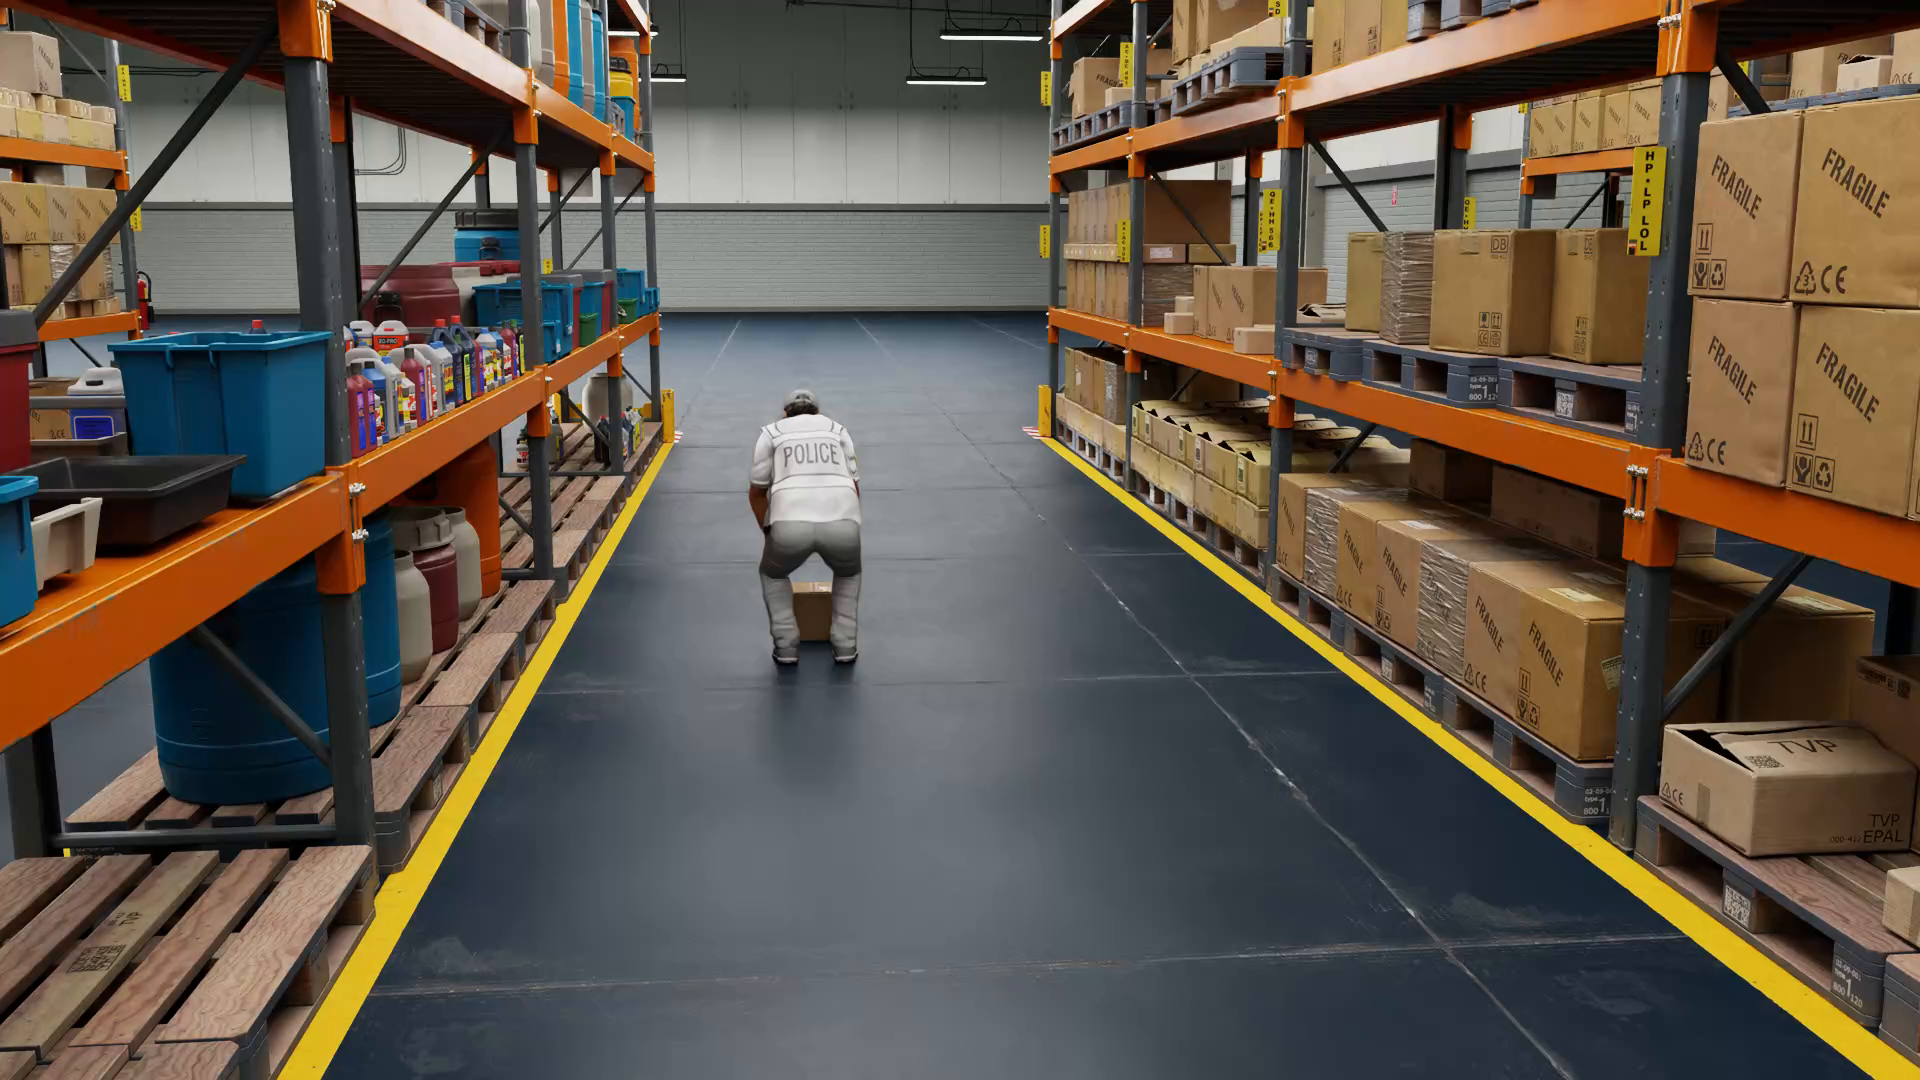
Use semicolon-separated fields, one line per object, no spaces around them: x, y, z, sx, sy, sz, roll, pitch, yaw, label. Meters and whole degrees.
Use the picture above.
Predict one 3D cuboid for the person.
-0.734;-0.063;7.917;0.538;1.265;0.765;-1;10;-6;person
